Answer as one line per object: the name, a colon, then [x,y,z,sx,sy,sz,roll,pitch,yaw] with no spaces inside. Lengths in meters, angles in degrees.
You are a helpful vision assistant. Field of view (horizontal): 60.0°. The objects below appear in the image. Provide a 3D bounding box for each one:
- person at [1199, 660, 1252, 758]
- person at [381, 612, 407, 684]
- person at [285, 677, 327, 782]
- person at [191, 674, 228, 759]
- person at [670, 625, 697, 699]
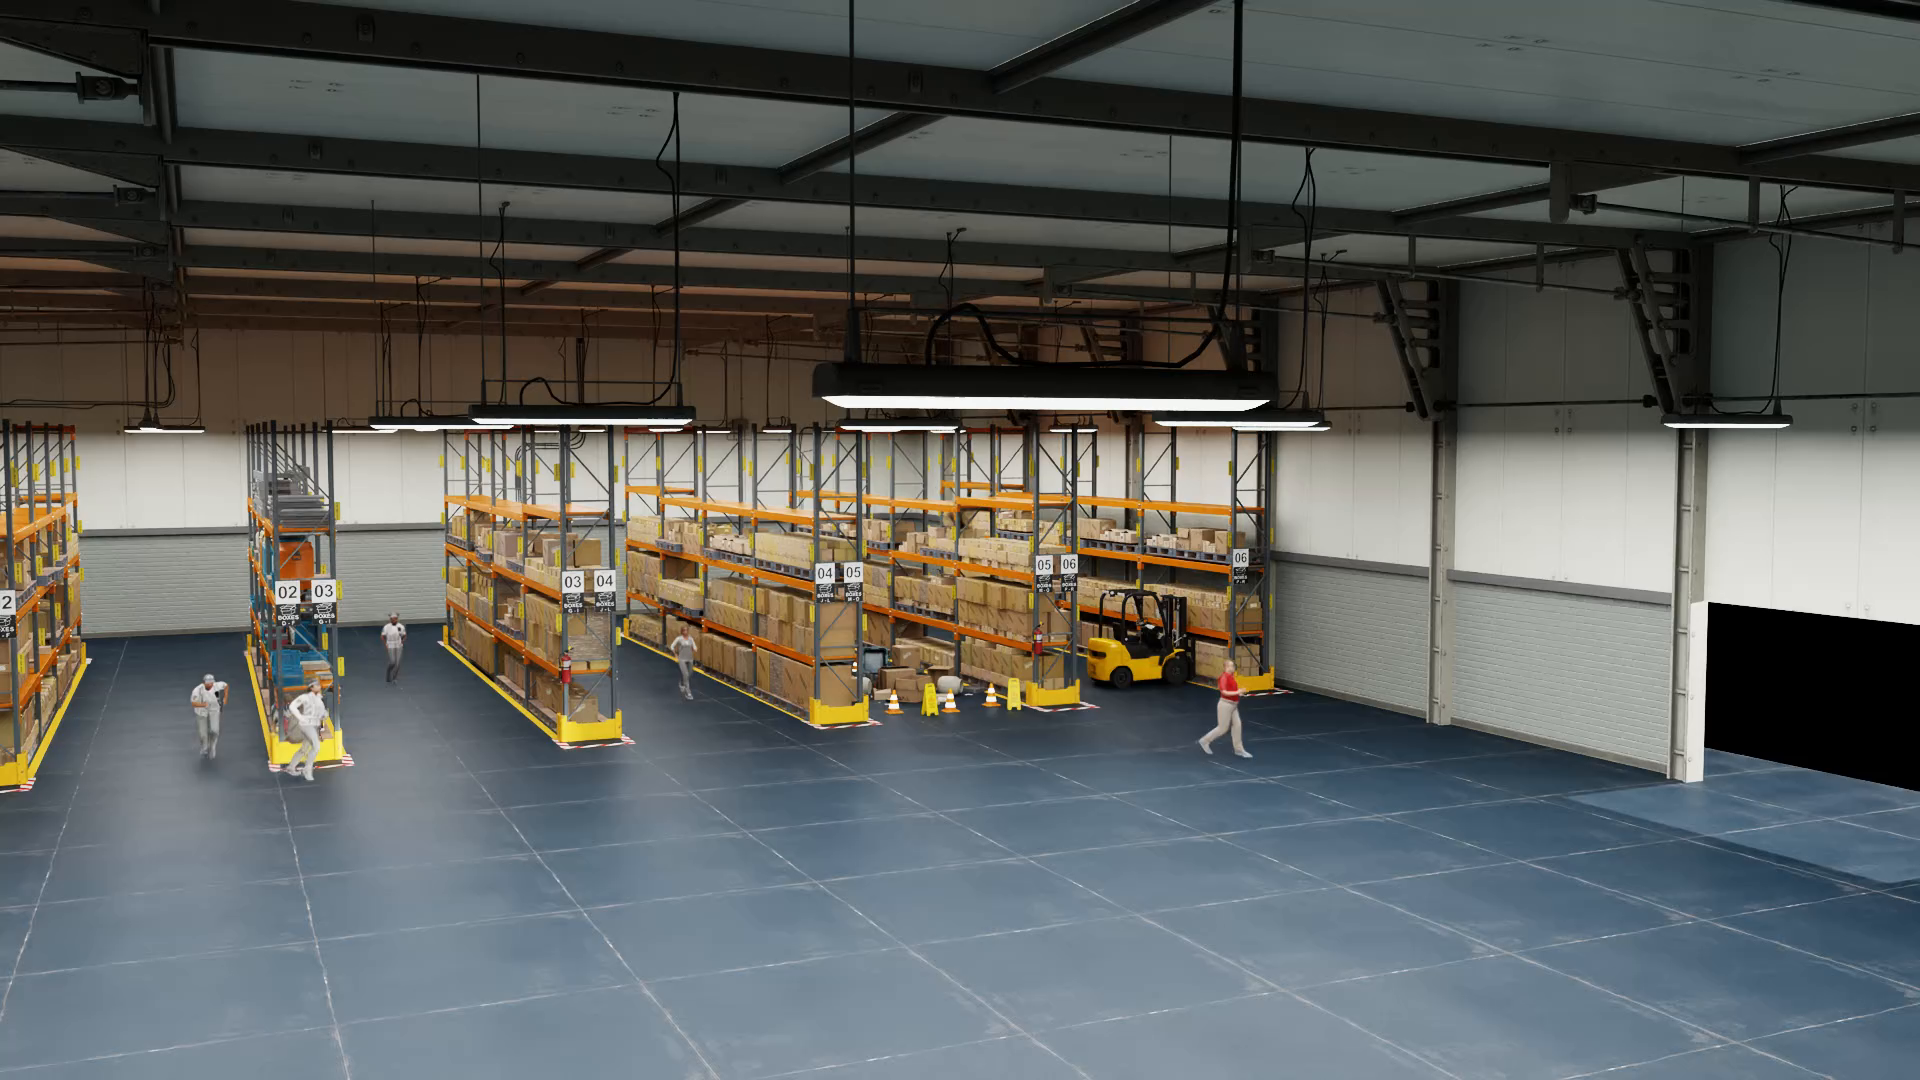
person: [4.730,2.992,29.564,0.950,1.717,0.682,1,4,23]
person: [-13.020,2.493,38.334,0.561,1.668,0.558,-2,4,-28]
person: [-10.911,3.154,27.849,0.702,1.733,0.624,1,4,11]
person: [-13.322,3.116,29.536,0.636,1.554,0.940,-2,4,-30]
person: [-6.006,2.647,36.302,0.543,1.576,0.877,-2,4,-33]
